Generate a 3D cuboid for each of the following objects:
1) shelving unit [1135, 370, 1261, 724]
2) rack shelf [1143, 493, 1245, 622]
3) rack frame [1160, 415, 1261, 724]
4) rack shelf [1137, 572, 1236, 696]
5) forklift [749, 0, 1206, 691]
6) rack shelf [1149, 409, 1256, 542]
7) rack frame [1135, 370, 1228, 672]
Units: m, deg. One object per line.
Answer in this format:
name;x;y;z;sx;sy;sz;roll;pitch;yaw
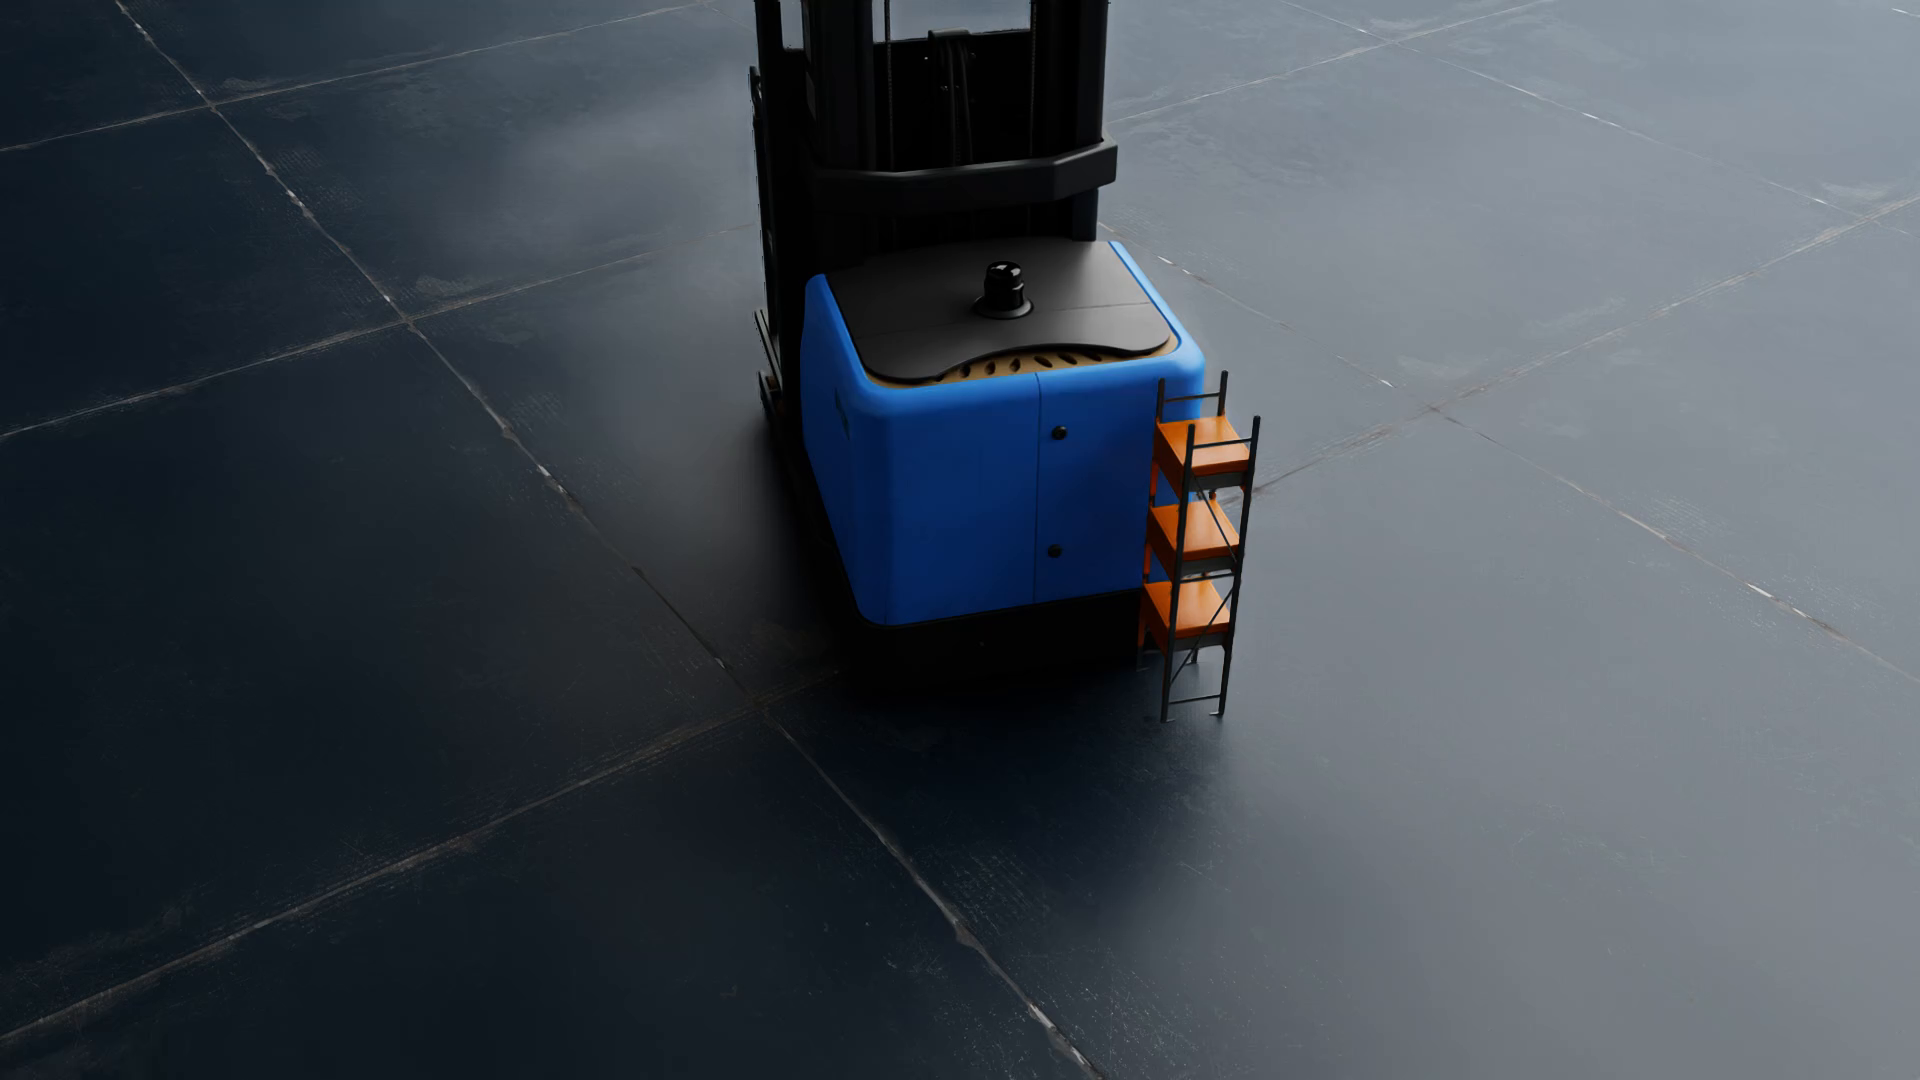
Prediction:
shelving unit;0.672;0.040;4.795;0.215;1.050;0.252;-8;36;-11
rack shelf;0.672;0.049;4.801;0.215;0.259;0.240;-8;36;-11
rack frame;0.699;0.110;4.698;0.200;1.050;0.008;-8;36;-11
rack shelf;0.672;0.275;4.963;0.215;0.259;0.240;-8;36;-11
forklift;-0.147;-1.596;5.459;1.130;2.935;3.031;-8;37;-11
rack shelf;0.672;-0.181;4.635;0.215;0.259;0.240;-8;36;-11
rack frame;0.644;-0.029;4.891;0.200;1.050;0.008;-8;36;-11
